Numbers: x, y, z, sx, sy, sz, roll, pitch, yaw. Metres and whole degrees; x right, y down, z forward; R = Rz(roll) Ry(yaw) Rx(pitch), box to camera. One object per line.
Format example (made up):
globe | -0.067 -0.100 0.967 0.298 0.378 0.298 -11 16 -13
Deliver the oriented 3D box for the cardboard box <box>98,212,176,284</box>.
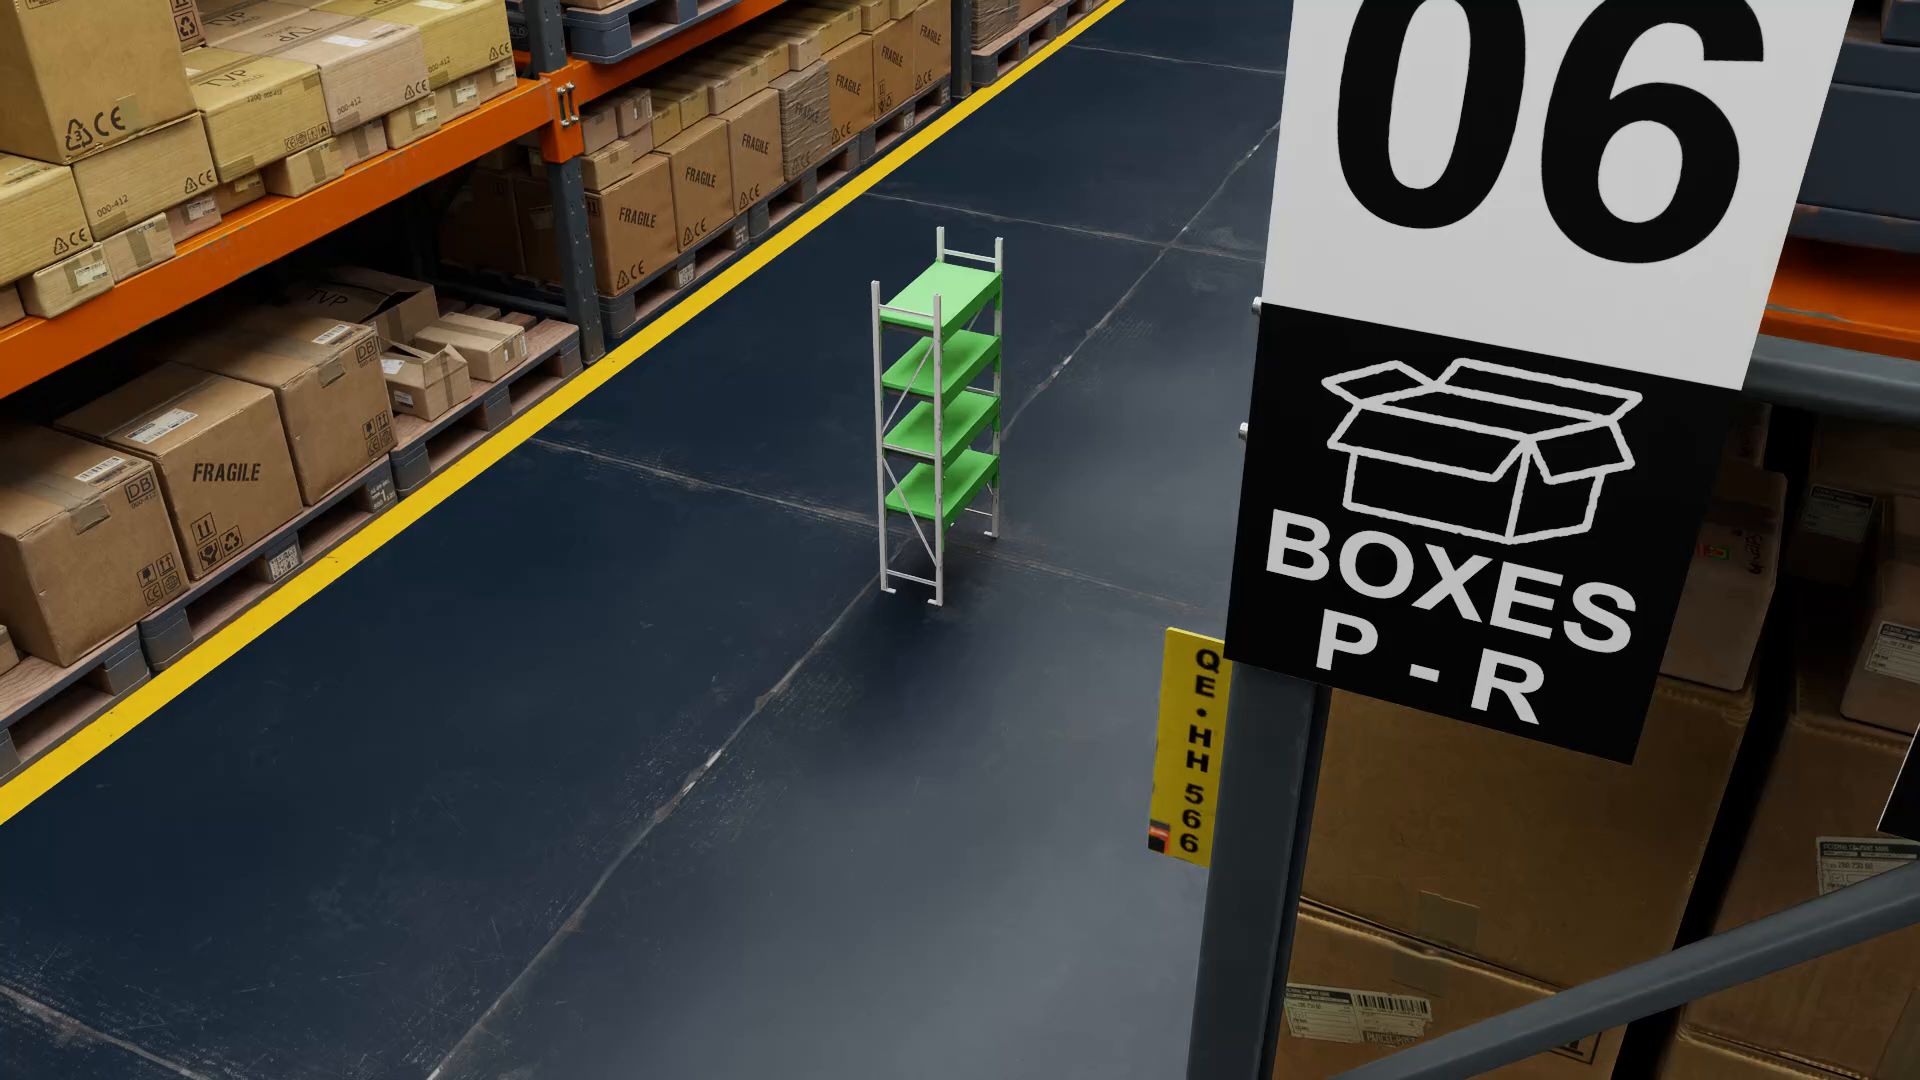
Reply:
cardboard box | -2.691 -0.942 5.180 0.380 0.149 0.250 15 36 22

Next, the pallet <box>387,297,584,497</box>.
pallet | -2.368 -0.664 7.071 1.003 0.211 1.213 14 36 20

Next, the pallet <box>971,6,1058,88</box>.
pallet | -0.027 -3.399 11.242 1.003 0.211 1.213 14 36 20

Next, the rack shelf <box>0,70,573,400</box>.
rack shelf | -2.917 -0.875 5.505 1.077 0.370 4.000 14 36 20

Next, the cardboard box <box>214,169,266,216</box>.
cardboard box | -2.585 -1.220 5.604 0.380 0.149 0.250 15 36 21

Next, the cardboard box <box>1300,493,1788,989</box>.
cardboard box | 0.742 0.202 2.203 0.500 0.500 0.500 15 36 22

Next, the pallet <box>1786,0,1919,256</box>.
pallet | 1.057 -0.632 1.824 1.003 0.211 1.213 14 36 20

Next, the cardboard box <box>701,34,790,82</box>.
cardboard box | -1.112 -2.497 8.628 0.380 0.149 0.250 14 36 21

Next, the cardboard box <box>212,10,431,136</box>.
cardboard box | -2.268 -1.671 5.929 0.500 0.250 0.500 14 36 21

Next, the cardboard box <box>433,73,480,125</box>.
cardboard box | -2.073 -1.716 6.360 0.380 0.149 0.250 15 36 22

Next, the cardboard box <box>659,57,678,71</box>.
cardboard box | -1.685 -2.478 8.598 0.380 0.149 0.250 15 36 21

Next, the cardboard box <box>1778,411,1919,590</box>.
cardboard box | 1.201 -0.035 1.973 0.380 0.149 0.250 15 36 22

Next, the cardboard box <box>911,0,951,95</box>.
cardboard box | -0.388 -3.035 10.039 0.500 0.500 0.500 15 36 22

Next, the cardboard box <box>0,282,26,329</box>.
cardboard box | -2.957 -0.697 4.807 0.380 0.149 0.250 15 36 21

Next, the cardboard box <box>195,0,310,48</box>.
cardboard box | -2.736 -1.798 6.122 0.500 0.250 0.500 14 36 20

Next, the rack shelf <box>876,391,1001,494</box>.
rack shelf | -0.069 -0.366 5.830 0.258 0.148 0.480 14 36 20

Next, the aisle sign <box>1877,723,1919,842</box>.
aisle sign | 0.990 -0.028 1.186 0.394 0.787 0.004 14 36 20

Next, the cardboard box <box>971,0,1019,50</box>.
cardboard box | -0.133 -3.654 10.870 0.875 0.625 0.625 15 36 22

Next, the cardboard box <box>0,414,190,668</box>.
cardboard box | -3.019 -0.010 5.426 0.700 0.500 0.500 16 36 22

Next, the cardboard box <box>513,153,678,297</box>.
cardboard box | -1.673 -1.492 7.686 0.500 0.500 0.500 16 36 23

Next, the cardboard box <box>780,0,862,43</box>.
cardboard box | -0.771 -2.877 9.207 0.380 0.149 0.250 15 36 22

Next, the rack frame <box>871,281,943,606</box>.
rack frame | -0.171 -0.298 5.610 0.240 1.200 0.015 14 36 20

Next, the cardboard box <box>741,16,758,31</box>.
cardboard box | -1.338 -2.854 9.172 0.380 0.149 0.250 13 36 19

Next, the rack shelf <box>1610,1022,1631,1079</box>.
rack shelf | 1.593 0.262 3.772 1.077 0.370 4.000 14 36 20

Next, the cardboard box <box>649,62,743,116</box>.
cardboard box | -1.305 -2.233 8.225 0.380 0.149 0.250 14 36 20

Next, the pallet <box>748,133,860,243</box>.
pallet | -1.265 -2.030 9.153 1.003 0.211 1.213 14 36 20

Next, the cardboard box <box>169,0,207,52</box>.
cardboard box | -2.945 -1.867 5.543 0.500 0.500 0.500 13 35 19

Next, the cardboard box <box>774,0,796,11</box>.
cardboard box | -1.075 -3.109 9.561 0.380 0.149 0.250 15 36 21

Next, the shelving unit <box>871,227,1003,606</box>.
shelving unit | -0.069 -0.419 5.795 0.258 1.200 0.503 14 36 20

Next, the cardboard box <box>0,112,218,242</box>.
cardboard box | -2.705 -1.170 5.164 0.500 0.250 0.500 13 36 19

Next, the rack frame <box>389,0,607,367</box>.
rack frame | -2.080 -2.172 6.827 1.000 3.000 0.127 14 36 20

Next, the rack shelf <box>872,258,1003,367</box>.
rack shelf | -0.069 -0.767 5.567 0.258 0.148 0.480 14 36 20

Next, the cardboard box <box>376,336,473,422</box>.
cardboard box | -2.196 -0.682 6.665 0.396 0.266 0.258 15 36 22

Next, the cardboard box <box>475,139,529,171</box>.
cardboard box | -2.188 -1.823 7.600 0.380 0.149 0.250 13 35 19
